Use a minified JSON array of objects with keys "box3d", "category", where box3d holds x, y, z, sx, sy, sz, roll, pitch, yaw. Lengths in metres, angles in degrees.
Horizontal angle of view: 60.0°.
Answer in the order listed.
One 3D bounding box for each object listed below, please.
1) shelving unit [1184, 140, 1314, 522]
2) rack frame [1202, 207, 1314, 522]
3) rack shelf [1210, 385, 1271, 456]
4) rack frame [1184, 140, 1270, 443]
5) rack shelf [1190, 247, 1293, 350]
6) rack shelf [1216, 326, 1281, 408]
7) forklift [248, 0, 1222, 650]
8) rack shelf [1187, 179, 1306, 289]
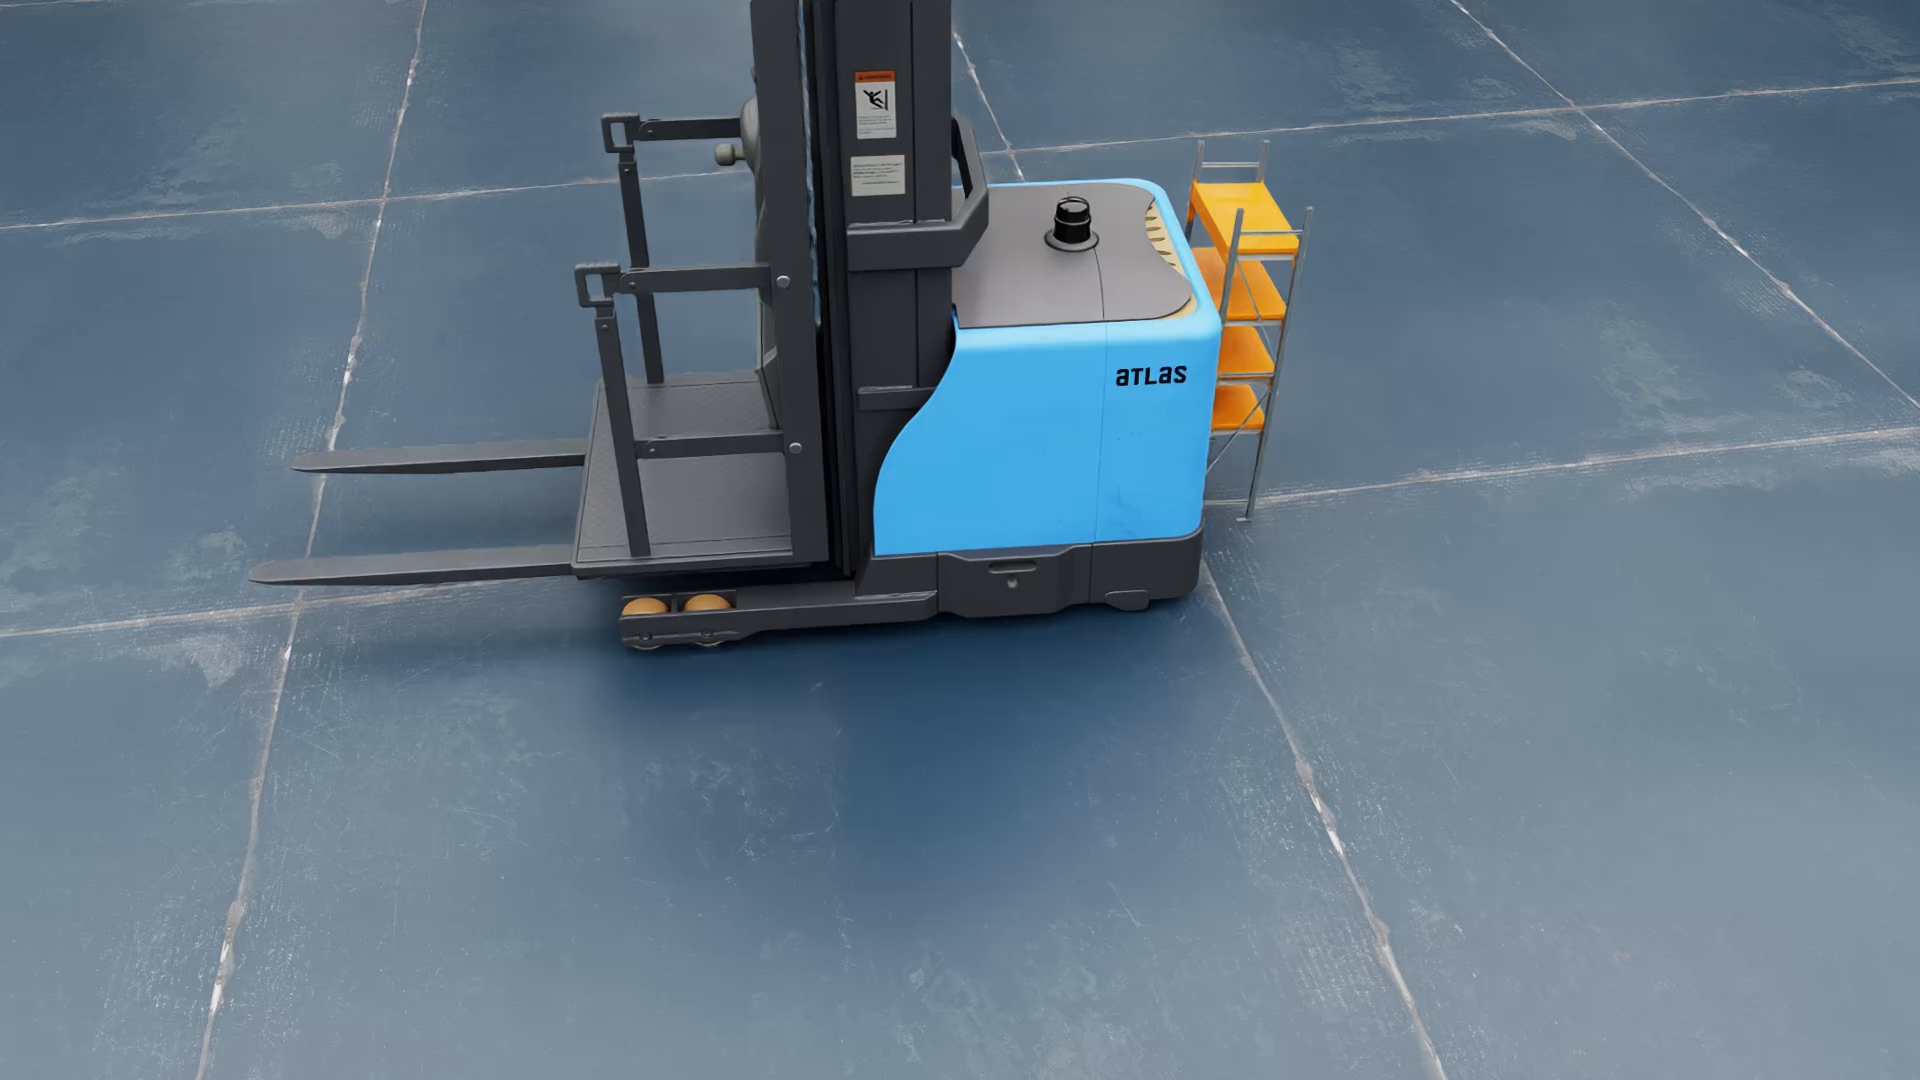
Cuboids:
[{"box3d":[0.902,-0.689,5.648,0.258,1.200,0.503,-2,38,-8],"category":"shelving unit"},{"box3d":[0.934,-0.541,5.457,0.240,1.200,0.015,-2,38,-8],"category":"rack frame"},{"box3d":[0.888,-0.478,5.809,0.258,0.148,0.480,-2,38,-8],"category":"rack shelf"},{"box3d":[0.870,-0.838,5.839,0.240,1.200,0.015,-2,38,-8],"category":"rack frame"},{"box3d":[0.911,-0.813,5.553,0.258,0.148,0.480,-2,38,-8],"category":"rack shelf"},{"box3d":[0.899,-0.636,5.689,0.258,0.148,0.480,-2,38,-8],"category":"rack shelf"},{"box3d":[-0.765,-1.149,4.840,3.031,2.935,1.130,-3,38,-4],"category":"forklift"},{"box3d":[0.923,-1.001,5.409,0.258,0.148,0.480,-2,38,-8],"category":"rack shelf"}]
